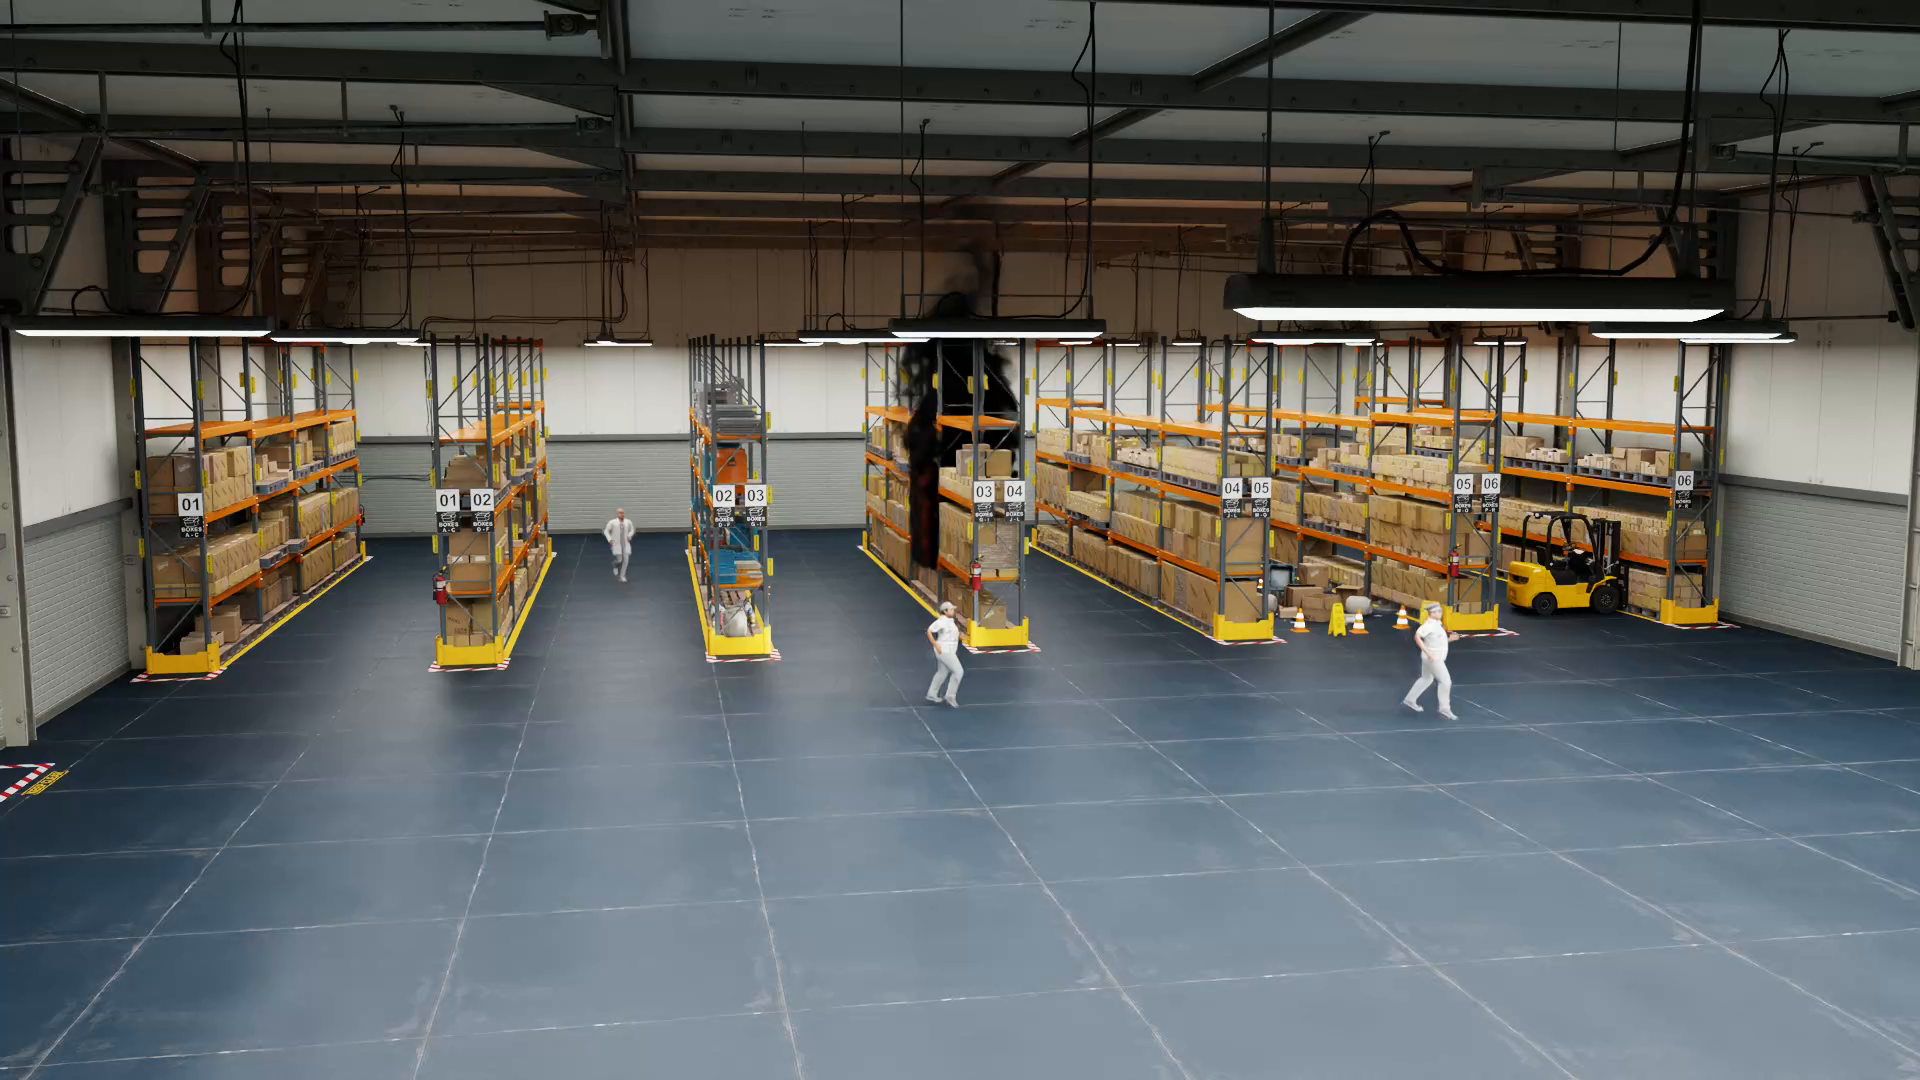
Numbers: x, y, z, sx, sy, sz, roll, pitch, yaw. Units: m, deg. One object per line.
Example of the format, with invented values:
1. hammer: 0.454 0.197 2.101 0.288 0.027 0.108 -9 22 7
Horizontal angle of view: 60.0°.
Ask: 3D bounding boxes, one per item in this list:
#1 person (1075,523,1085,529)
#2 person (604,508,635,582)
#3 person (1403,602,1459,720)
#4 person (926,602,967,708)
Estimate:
1. person: 3.465 -0.843 50.063 0.862 1.718 0.618 -1 7 -8
2. person: -8.067 0.114 39.532 0.726 1.734 0.702 -3 7 -28
3. person: 7.363 1.872 25.947 0.837 1.839 0.640 2 7 15
4. person: -0.221 1.850 26.767 0.683 1.700 0.582 1 7 9
